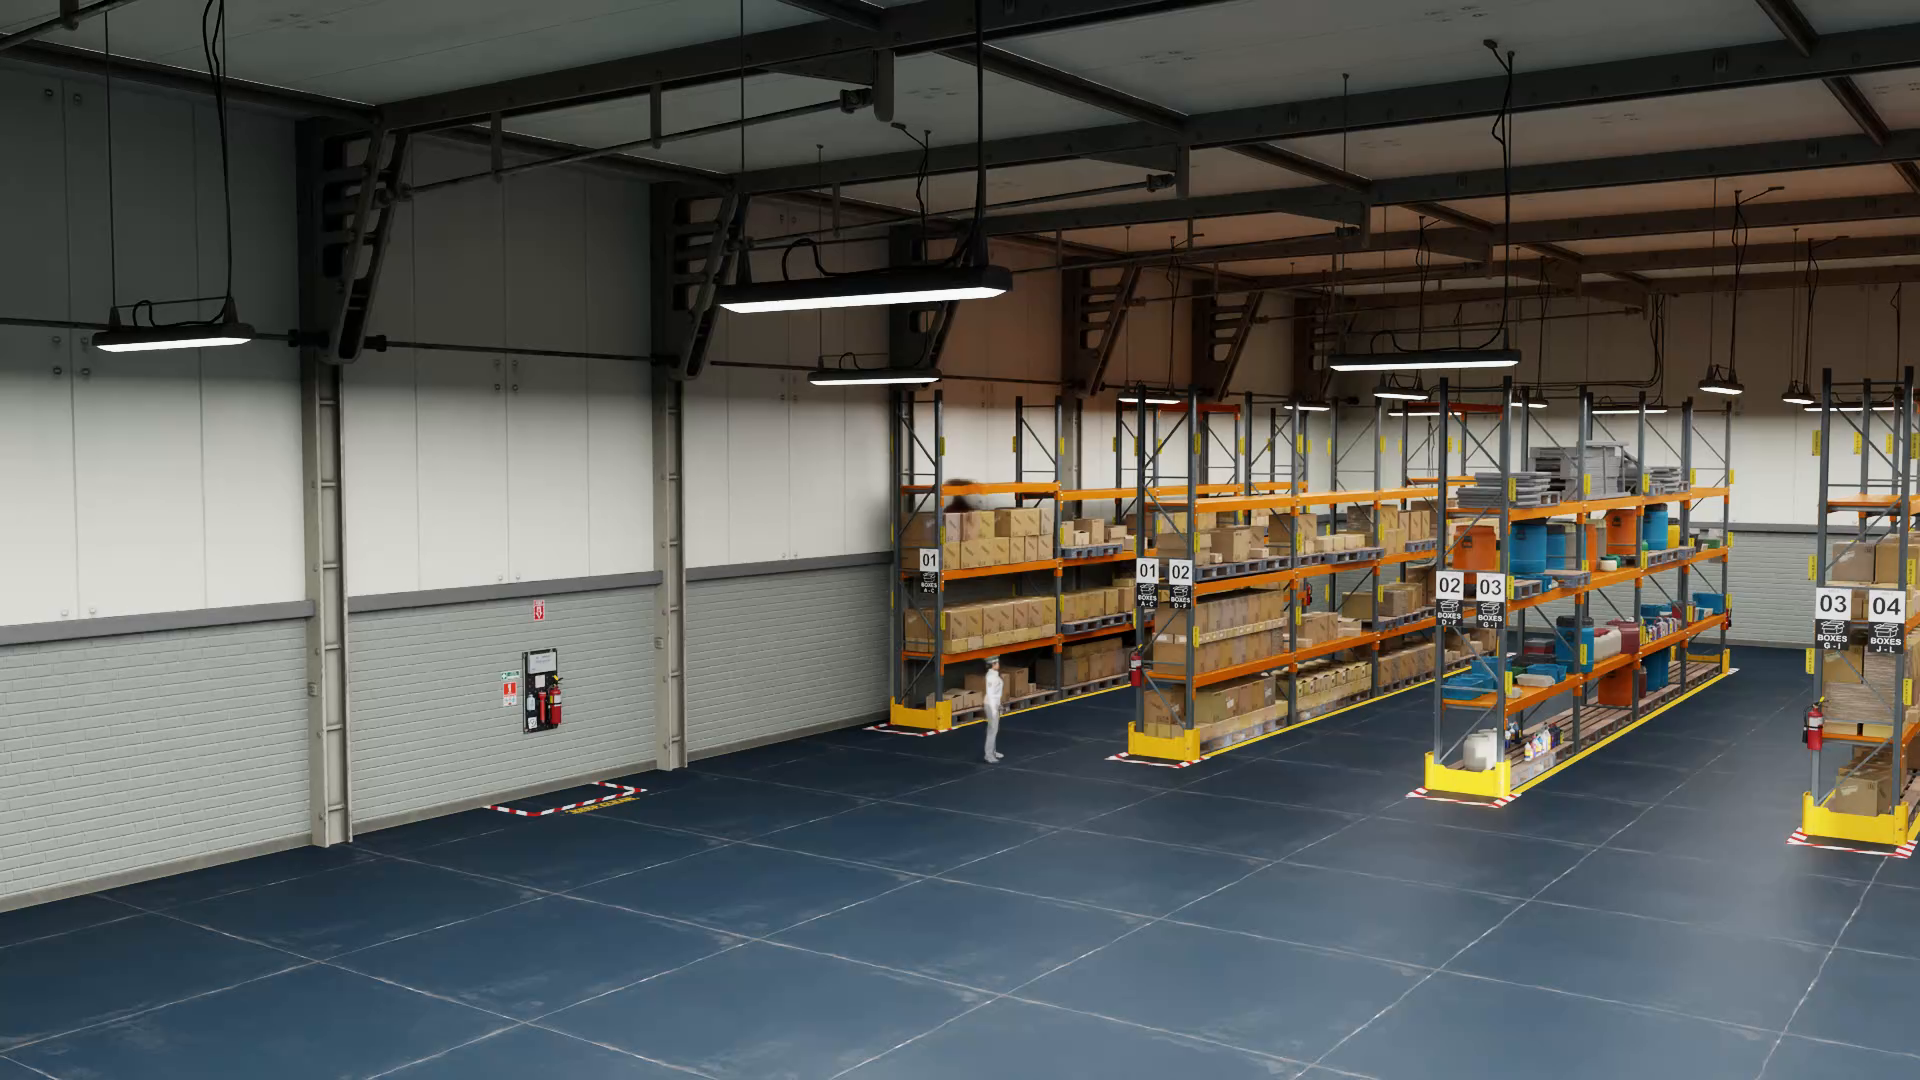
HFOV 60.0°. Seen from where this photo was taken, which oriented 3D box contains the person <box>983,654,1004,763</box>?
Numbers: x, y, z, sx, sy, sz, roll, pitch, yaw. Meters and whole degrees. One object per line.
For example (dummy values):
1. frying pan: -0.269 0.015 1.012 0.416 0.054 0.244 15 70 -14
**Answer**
1. person: 0.531 2.680 26.575 0.341 1.714 0.561 0 3 2
